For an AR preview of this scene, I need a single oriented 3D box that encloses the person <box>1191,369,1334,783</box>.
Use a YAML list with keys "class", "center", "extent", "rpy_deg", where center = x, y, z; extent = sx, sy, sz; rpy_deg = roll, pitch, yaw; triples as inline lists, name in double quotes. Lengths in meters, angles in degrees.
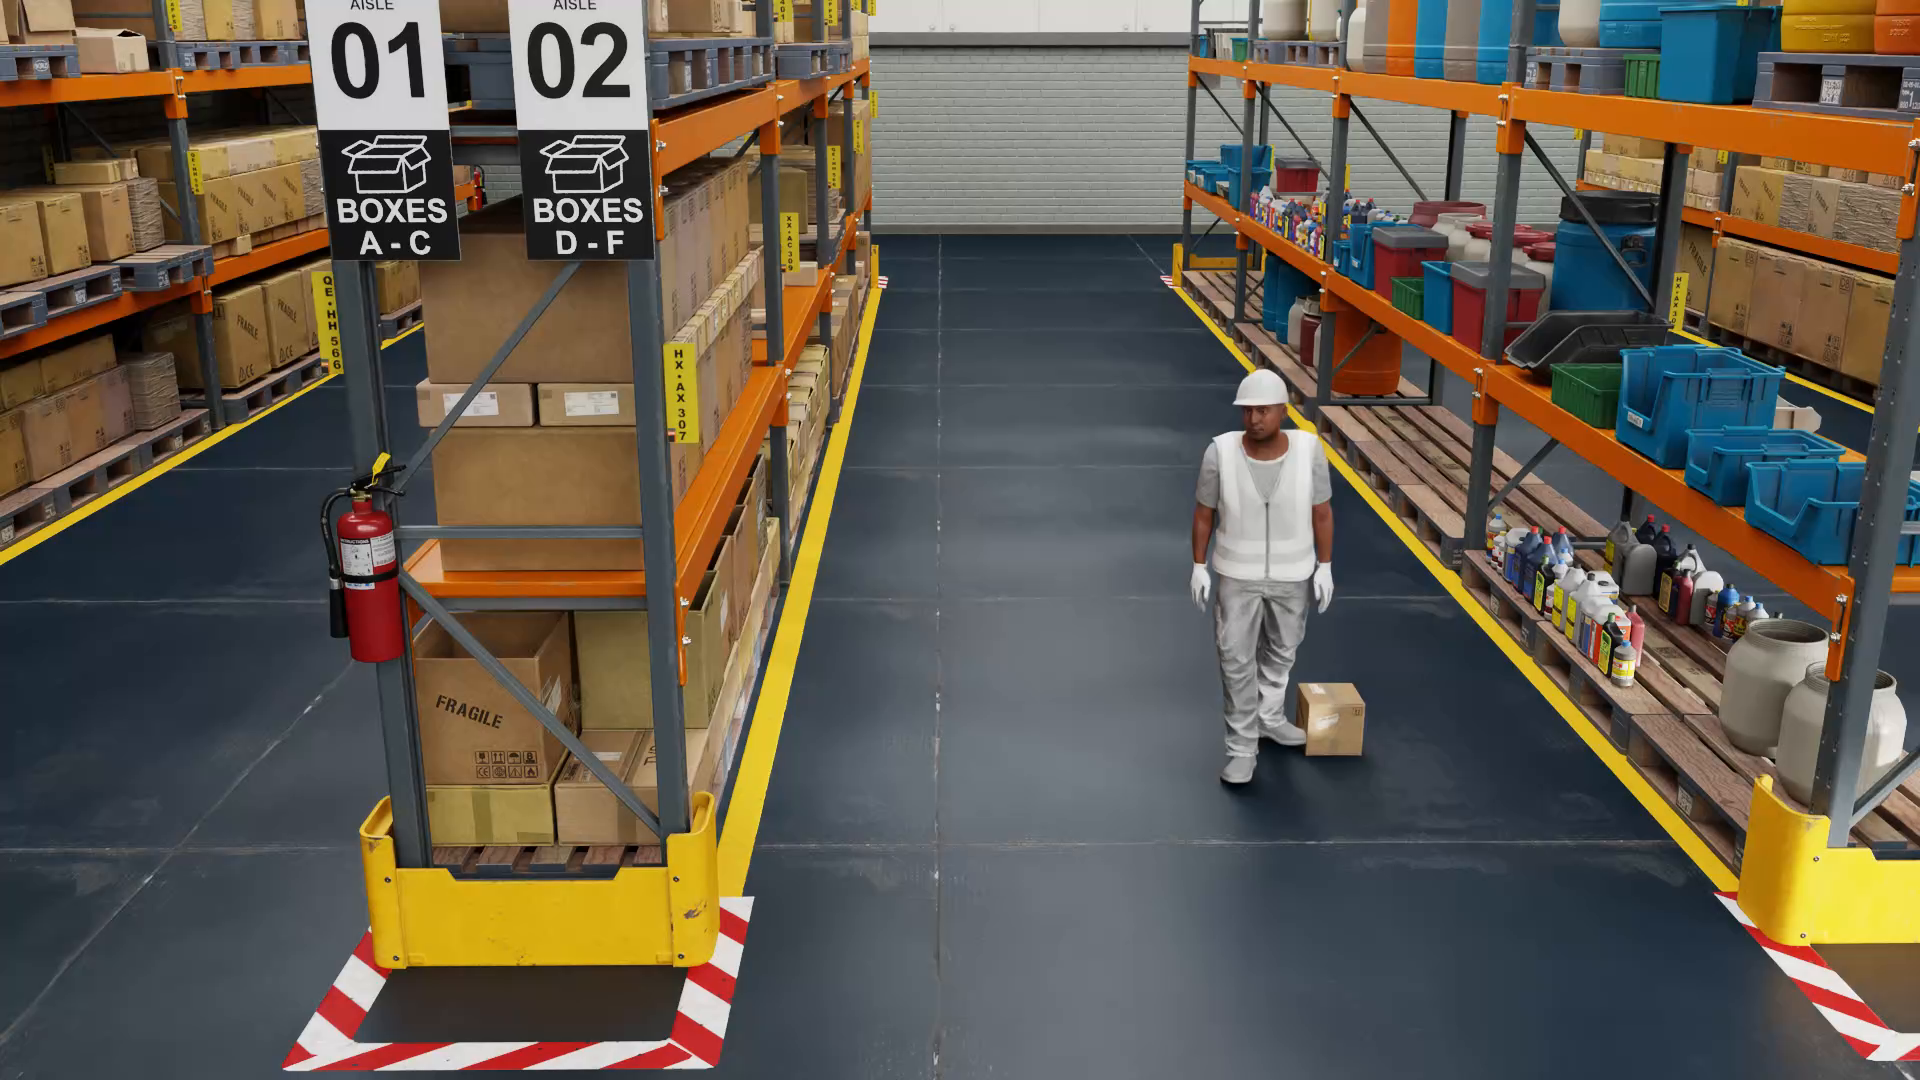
- class: "person"
  center: [1.287, 0.132, 7.091]
  extent: [0.599, 1.776, 0.603]
  rpy_deg: [1, 17, 3]
